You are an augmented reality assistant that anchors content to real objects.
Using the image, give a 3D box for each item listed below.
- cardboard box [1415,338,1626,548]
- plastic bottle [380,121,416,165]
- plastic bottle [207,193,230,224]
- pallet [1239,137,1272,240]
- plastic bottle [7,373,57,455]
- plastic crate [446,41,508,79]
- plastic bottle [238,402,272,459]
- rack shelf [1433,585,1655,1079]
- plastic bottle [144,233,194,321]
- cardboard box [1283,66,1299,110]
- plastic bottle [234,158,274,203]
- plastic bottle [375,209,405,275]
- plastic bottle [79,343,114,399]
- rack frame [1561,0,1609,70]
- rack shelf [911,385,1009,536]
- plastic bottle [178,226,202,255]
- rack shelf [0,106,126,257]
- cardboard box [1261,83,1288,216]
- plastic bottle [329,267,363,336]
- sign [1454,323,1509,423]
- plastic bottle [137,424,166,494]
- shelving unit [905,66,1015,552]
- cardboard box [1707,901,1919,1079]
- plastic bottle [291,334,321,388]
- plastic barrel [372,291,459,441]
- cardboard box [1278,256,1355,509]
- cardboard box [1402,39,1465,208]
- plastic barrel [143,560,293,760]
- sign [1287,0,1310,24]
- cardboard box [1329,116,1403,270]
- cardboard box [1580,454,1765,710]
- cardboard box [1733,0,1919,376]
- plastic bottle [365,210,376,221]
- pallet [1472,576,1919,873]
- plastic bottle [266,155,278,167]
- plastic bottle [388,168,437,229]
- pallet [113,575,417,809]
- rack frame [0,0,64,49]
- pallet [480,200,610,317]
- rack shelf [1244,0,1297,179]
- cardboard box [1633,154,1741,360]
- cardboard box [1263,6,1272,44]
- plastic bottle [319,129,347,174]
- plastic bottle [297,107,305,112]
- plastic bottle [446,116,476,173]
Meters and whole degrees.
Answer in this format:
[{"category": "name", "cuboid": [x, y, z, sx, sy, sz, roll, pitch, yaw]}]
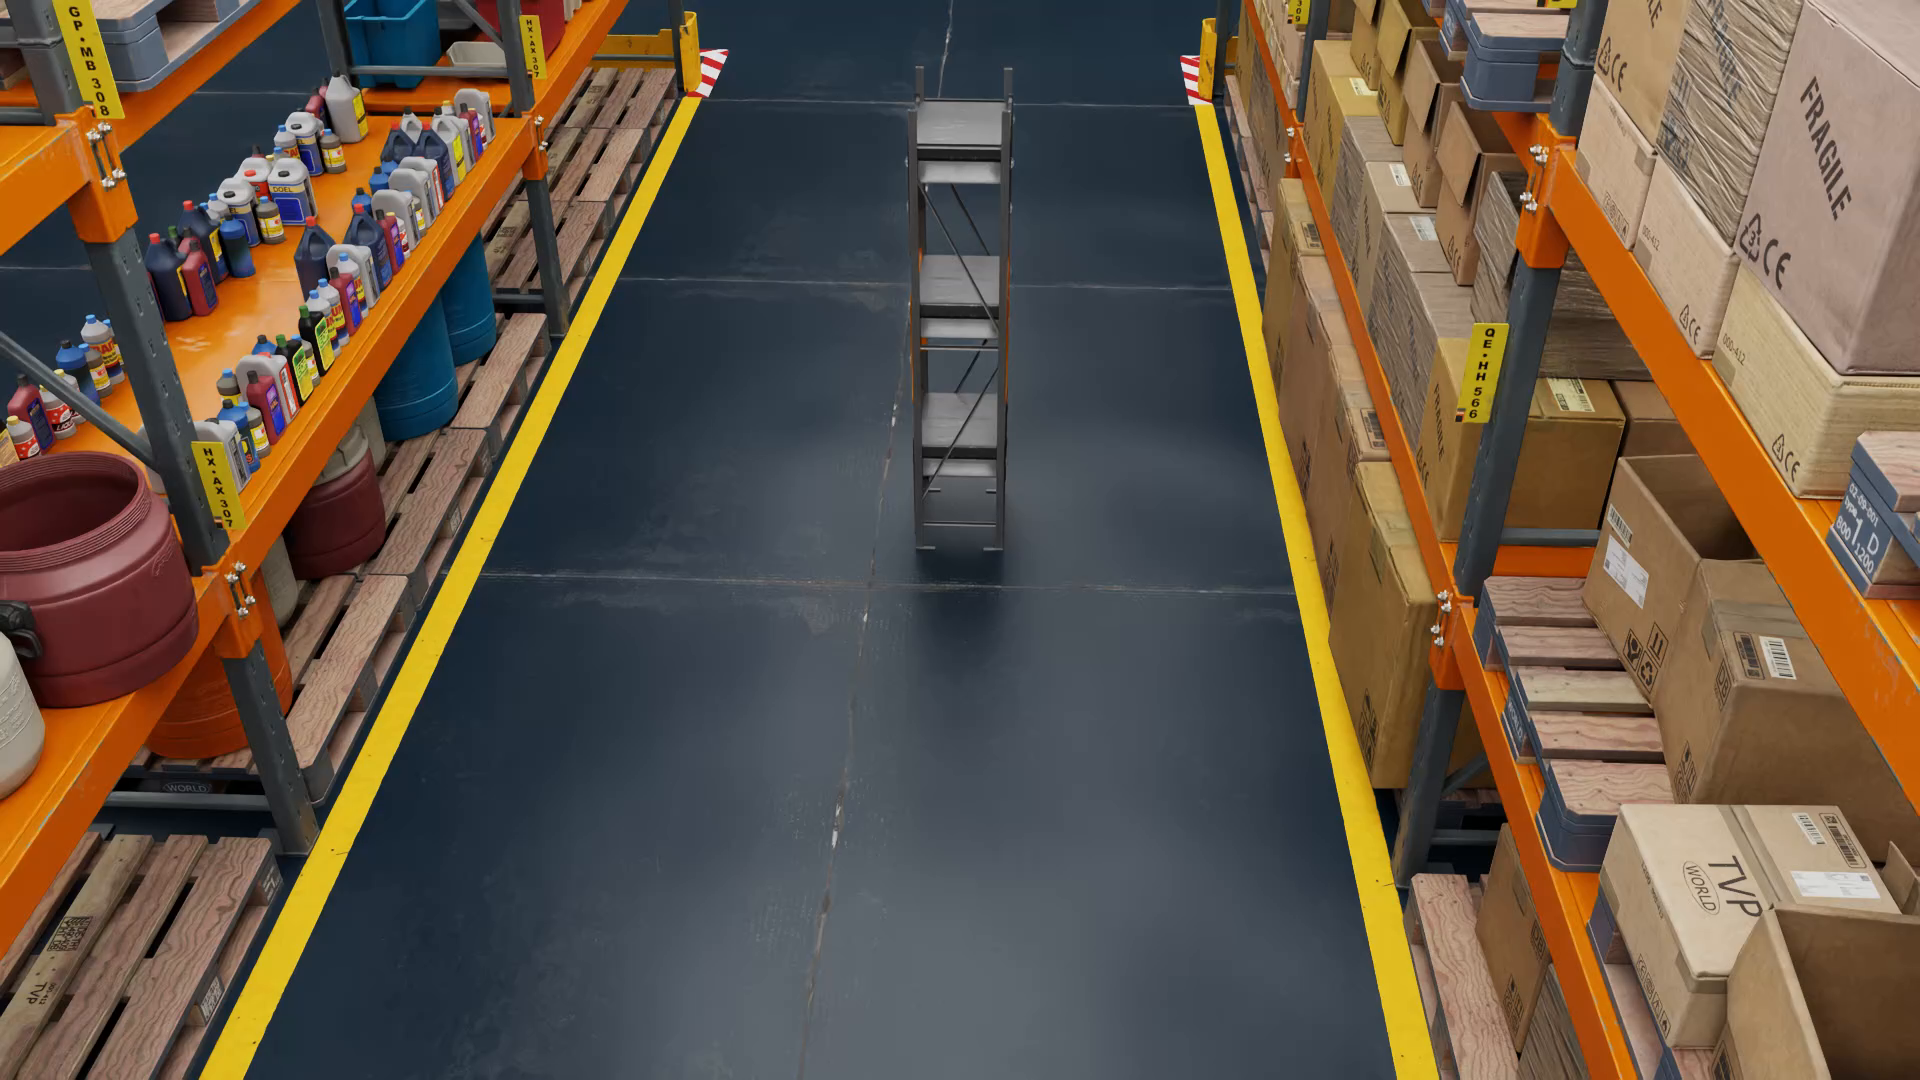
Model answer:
[{"category": "cardboard box", "cuboid": [1.838, -0.327, 5.519, 0.500, 0.500, 0.500, 2, 35, 3]}, {"category": "plastic bottle", "cuboid": [-2.584, -1.750, 7.675, 0.144, 0.351, 0.185, 1, 35, 2]}, {"category": "plastic bottle", "cuboid": [-3.200, -1.368, 7.200, 0.097, 0.271, 0.097, 0, 35, 0]}, {"category": "pallet", "cuboid": [2.382, -2.292, 10.827, 1.003, 0.211, 1.213, 1, 35, 2]}, {"category": "plastic bottle", "cuboid": [-3.284, -0.438, 5.866, 0.061, 0.283, 0.133, 1, 35, 2]}, {"category": "plastic crate", "cuboid": [-2.561, -2.590, 9.003, 0.396, 0.136, 0.243, 1, 35, 2]}, {"category": "plastic bottle", "cuboid": [-2.507, -0.393, 5.873, 0.097, 0.201, 0.097, 0, 35, 0]}, {"category": "rack shelf", "cuboid": [1.986, 1.447, 3.708, 1.077, 0.370, 4.000, 1, 35, 2]}, {"category": "plastic bottle", "cuboid": [-3.199, -1.080, 6.721, 0.144, 0.351, 0.185, 1, 35, 2]}, {"category": "cardboard box", "cuboid": [1.912, -2.375, 8.738, 0.380, 0.149, 0.250, 2, 35, 2]}, {"category": "plastic bottle", "cuboid": [-3.159, -1.569, 7.482, 0.152, 0.276, 0.135, 1, 35, 2]}, {"category": "plastic bottle", "cuboid": [-2.429, -1.283, 7.069, 0.061, 0.283, 0.133, 1, 35, 2]}, {"category": "plastic bottle", "cuboid": [-3.249, -0.638, 6.222, 0.097, 0.201, 0.097, 0, 35, 0]}, {"category": "rack frame", "cuboid": [2.066, -2.451, 3.411, 1.000, 3.000, 0.127, 1, 35, 2]}, {"category": "rack shelf", "cuboid": [0.007, -0.370, 7.692, 0.431, 0.518, 0.480, 1, 35, 2]}, {"category": "plastic bottle", "cuboid": [-3.174, -1.143, 6.870, 0.061, 0.283, 0.133, 1, 35, 2]}, {"category": "rack shelf", "cuboid": [-2.963, 0.105, 3.008, 1.077, 0.370, 4.000, 1, 35, 2]}, {"category": "cardboard box", "cuboid": [2.369, -2.492, 10.169, 0.875, 0.875, 0.875, 1, 35, 2]}, {"category": "plastic bottle", "cuboid": [-2.451, -0.967, 6.619, 0.061, 0.283, 0.133, 1, 35, 2]}, {"category": "sign", "cuboid": [1.511, -0.481, 4.819, 0.100, 0.325, 0.005, 1, 35, 2]}, {"category": "plastic bottle", "cuboid": [-2.695, -0.305, 5.683, 0.152, 0.276, 0.135, 1, 35, 2]}, {"category": "shelving unit", "cuboid": [0.007, -0.954, 7.282, 0.431, 2.100, 0.503, 1, 35, 2]}, {"category": "cardboard box", "cuboid": [1.883, 1.090, 3.136, 0.797, 0.503, 0.637, 5, 35, 7]}, {"category": "plastic bottle", "cuboid": [-2.487, -0.679, 6.280, 0.097, 0.201, 0.097, 0, 35, 0]}, {"category": "plastic barrel", "cuboid": [-2.790, -1.003, 8.029, 0.600, 0.901, 0.708, 1, 35, 2]}, {"category": "cardboard box", "cuboid": [2.186, -0.716, 7.642, 1.225, 0.875, 0.875, 0, 35, 0]}, {"category": "cardboard box", "cuboid": [2.161, -1.627, 6.497, 0.797, 0.503, 0.637, 2, 35, 3]}, {"category": "plastic barrel", "cuboid": [-2.880, 0.324, 6.203, 0.600, 0.830, 0.708, 1, 35, 2]}, {"category": "sign", "cuboid": [1.672, -2.693, 8.152, 0.100, 0.325, 0.005, 1, 35, 2]}, {"category": "cardboard box", "cuboid": [1.919, -1.501, 7.190, 0.500, 0.500, 0.500, 1, 35, 1]}, {"category": "cardboard box", "cuboid": [2.084, 0.102, 4.544, 0.500, 0.500, 0.500, -3, 35, -4]}, {"category": "cardboard box", "cuboid": [1.753, -0.625, 2.900, 0.500, 0.500, 0.500, 0, 35, 1]}, {"category": "plastic bottle", "cuboid": [-2.508, -1.270, 7.060, 0.097, 0.271, 0.097, 0, 35, 0]}, {"category": "pallet", "cuboid": [2.144, 0.494, 4.605, 1.213, 0.211, 1.003, 1, 35, 2]}, {"category": "plastic bottle", "cuboid": [-3.176, -1.682, 7.708, 0.097, 0.201, 0.097, 0, 35, 0]}, {"category": "plastic bottle", "cuboid": [-2.456, -1.547, 7.451, 0.152, 0.276, 0.135, 1, 35, 2]}, {"category": "pallet", "cuboid": [-2.893, 0.576, 6.747, 1.003, 0.211, 1.213, 1, 35, 2]}, {"category": "rack frame", "cuboid": [-2.883, -2.565, 3.574, 1.000, 3.000, 0.127, 1, 35, 2]}, {"category": "pallet", "cuboid": [-2.732, -1.691, 9.973, 1.003, 0.211, 1.213, 1, 35, 2]}, {"category": "rack shelf", "cuboid": [2.307, -3.149, 10.248, 1.077, 0.370, 4.000, 1, 35, 2]}, {"category": "cardboard box", "cuboid": [1.772, -0.603, 3.521, 0.500, 0.250, 0.500, 2, 35, 3]}, {"category": "cardboard box", "cuboid": [1.952, -2.966, 9.580, 0.380, 0.149, 0.250, 2, 35, 3]}, {"category": "plastic bottle", "cuboid": [-3.011, -1.868, 7.972, 0.097, 0.201, 0.097, 0, 35, 0]}, {"category": "plastic bottle", "cuboid": [-3.159, -1.956, 8.037, 0.097, 0.271, 0.097, 0, 35, 0]}, {"category": "plastic bottle", "cuboid": [-2.430, -1.914, 7.973, 0.152, 0.276, 0.135, 1, 35, 2]}]
